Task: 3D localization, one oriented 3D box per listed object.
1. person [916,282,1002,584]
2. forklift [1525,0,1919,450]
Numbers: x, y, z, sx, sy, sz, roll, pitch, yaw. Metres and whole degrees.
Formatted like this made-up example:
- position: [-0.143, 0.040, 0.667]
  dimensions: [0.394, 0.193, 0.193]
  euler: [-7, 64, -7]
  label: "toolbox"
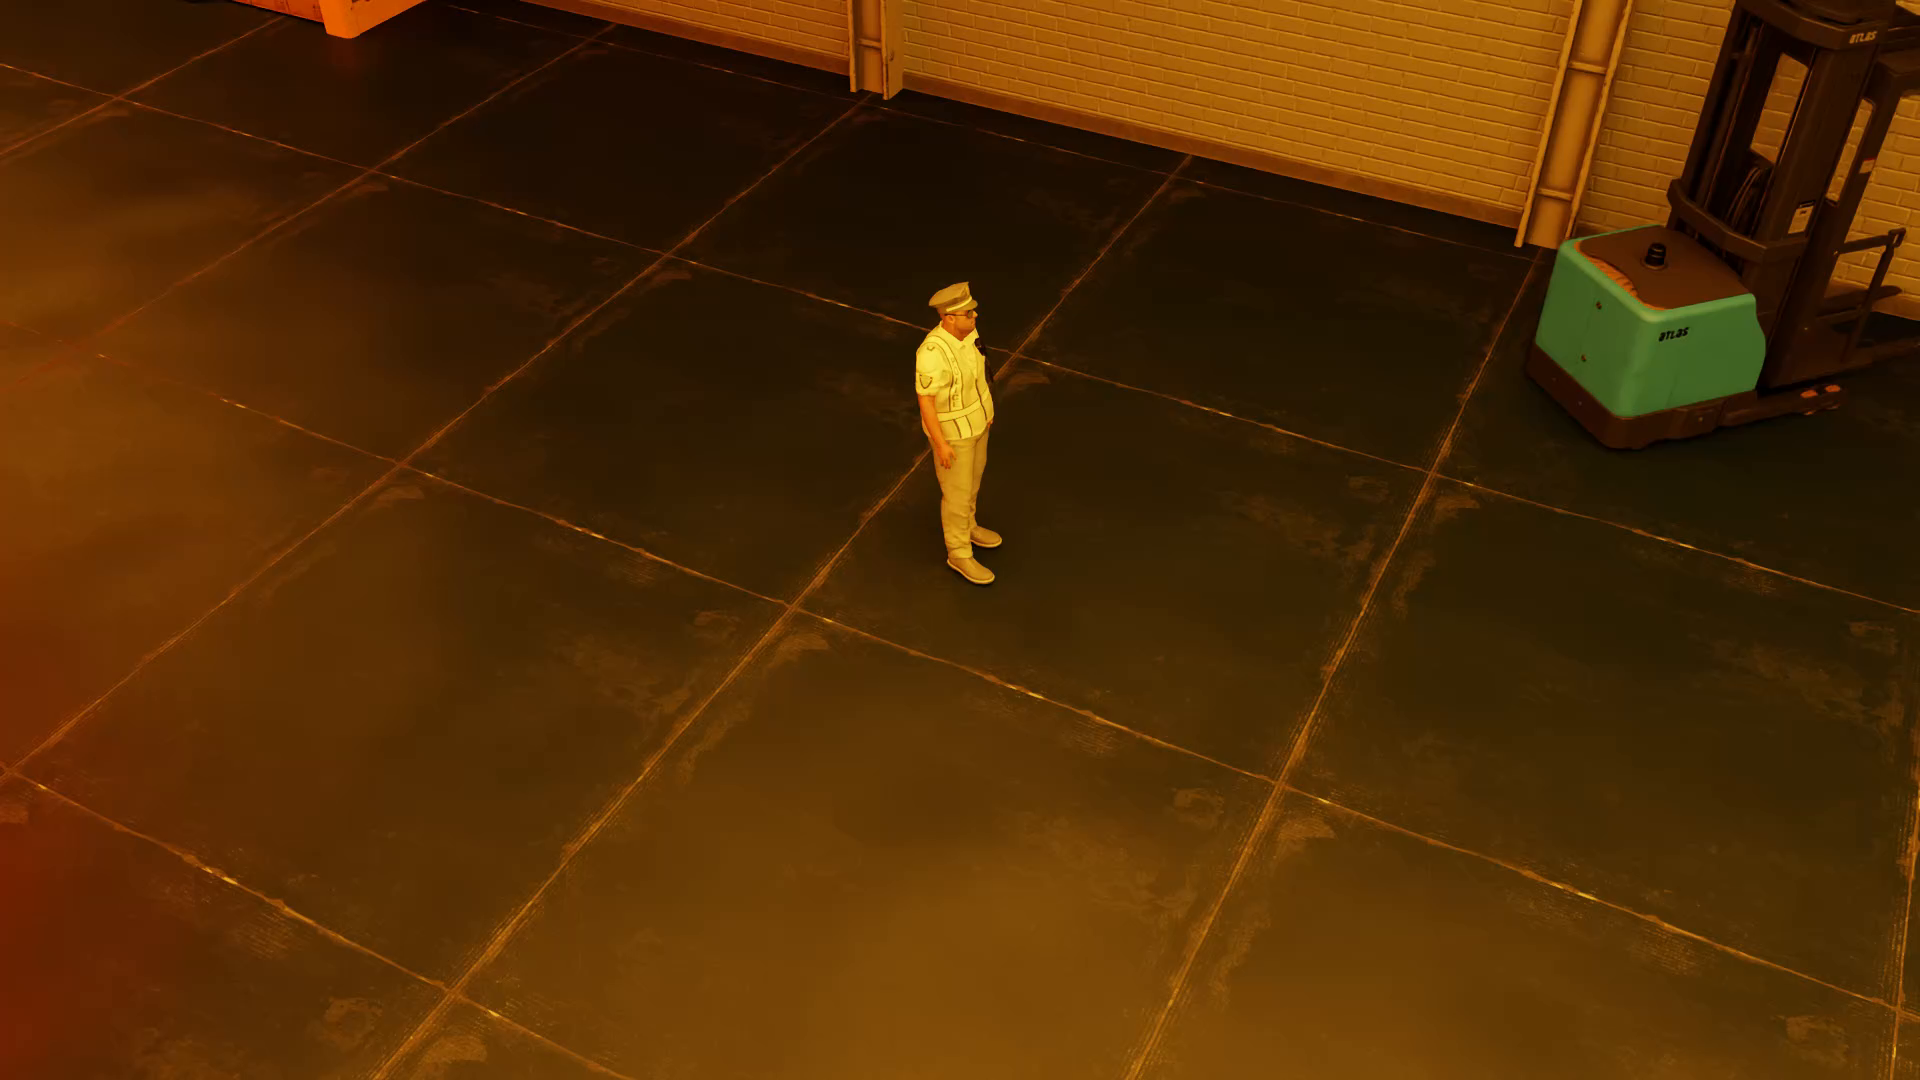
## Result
- position: [0.065, -0.656, 9.648]
  dimensions: [0.572, 1.777, 0.641]
  euler: [18, 43, 21]
  label: "person"
- position: [5.497, -2.280, 10.693]
  dimensions: [3.031, 2.935, 1.130]
  euler: [-12, 42, -14]
  label: "forklift"
